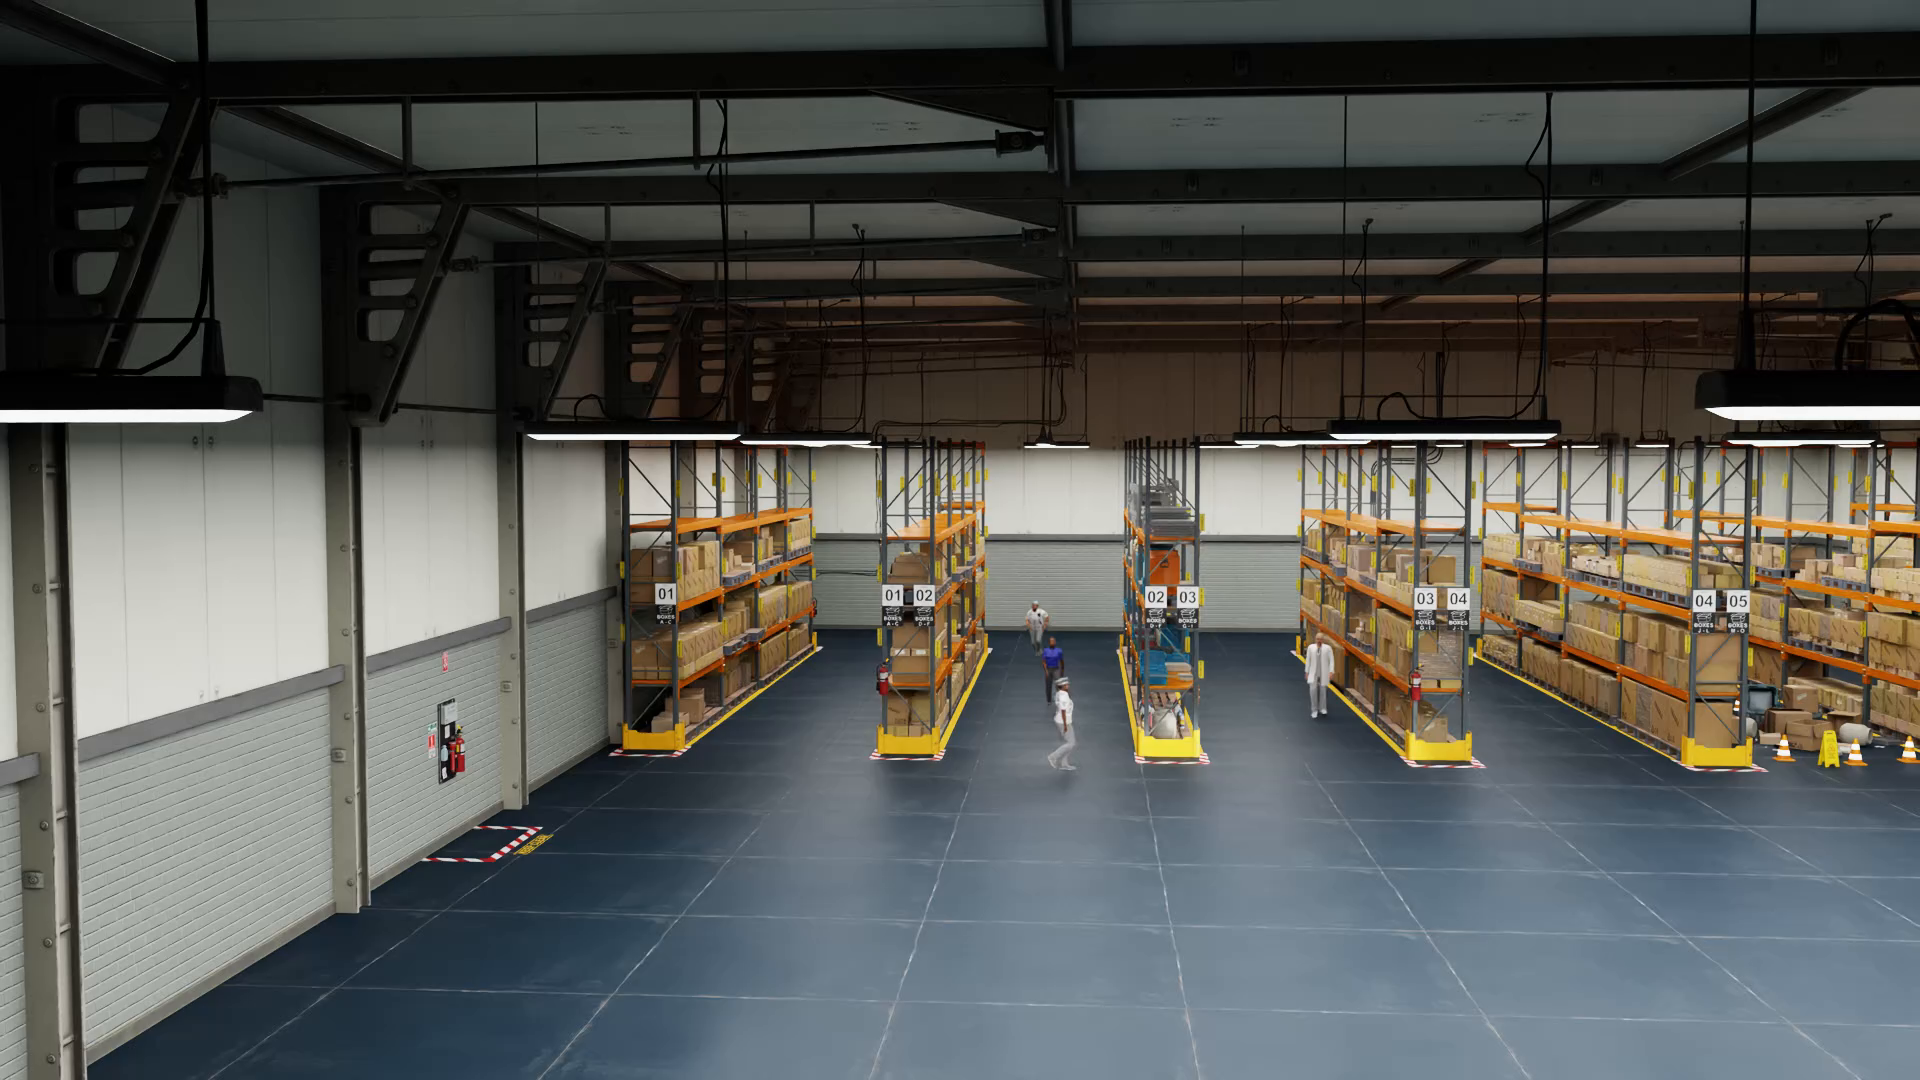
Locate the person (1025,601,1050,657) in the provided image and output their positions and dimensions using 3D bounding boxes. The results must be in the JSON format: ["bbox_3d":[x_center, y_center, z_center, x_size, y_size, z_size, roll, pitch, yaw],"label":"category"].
[{"bbox_3d":[2.147,2.471,46.019,0.658,1.586,0.753,1,3,15],"label":"person"}]

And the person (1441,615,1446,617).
[{"bbox_3d":[12.342,2.594,42.493,0.552,1.674,0.970,1,3,11],"label":"person"}]

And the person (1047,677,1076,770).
[{"bbox_3d":[1.805,3.281,29.653,0.544,1.674,0.486,0,3,-9],"label":"person"}]

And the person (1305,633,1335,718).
[{"bbox_3d":[7.785,2.926,35.995,0.651,1.827,0.658,1,3,20],"label":"person"}]

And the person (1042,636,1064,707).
[{"bbox_3d":[2.118,2.944,36.915,0.577,1.591,0.802,1,3,16],"label":"person"}]
